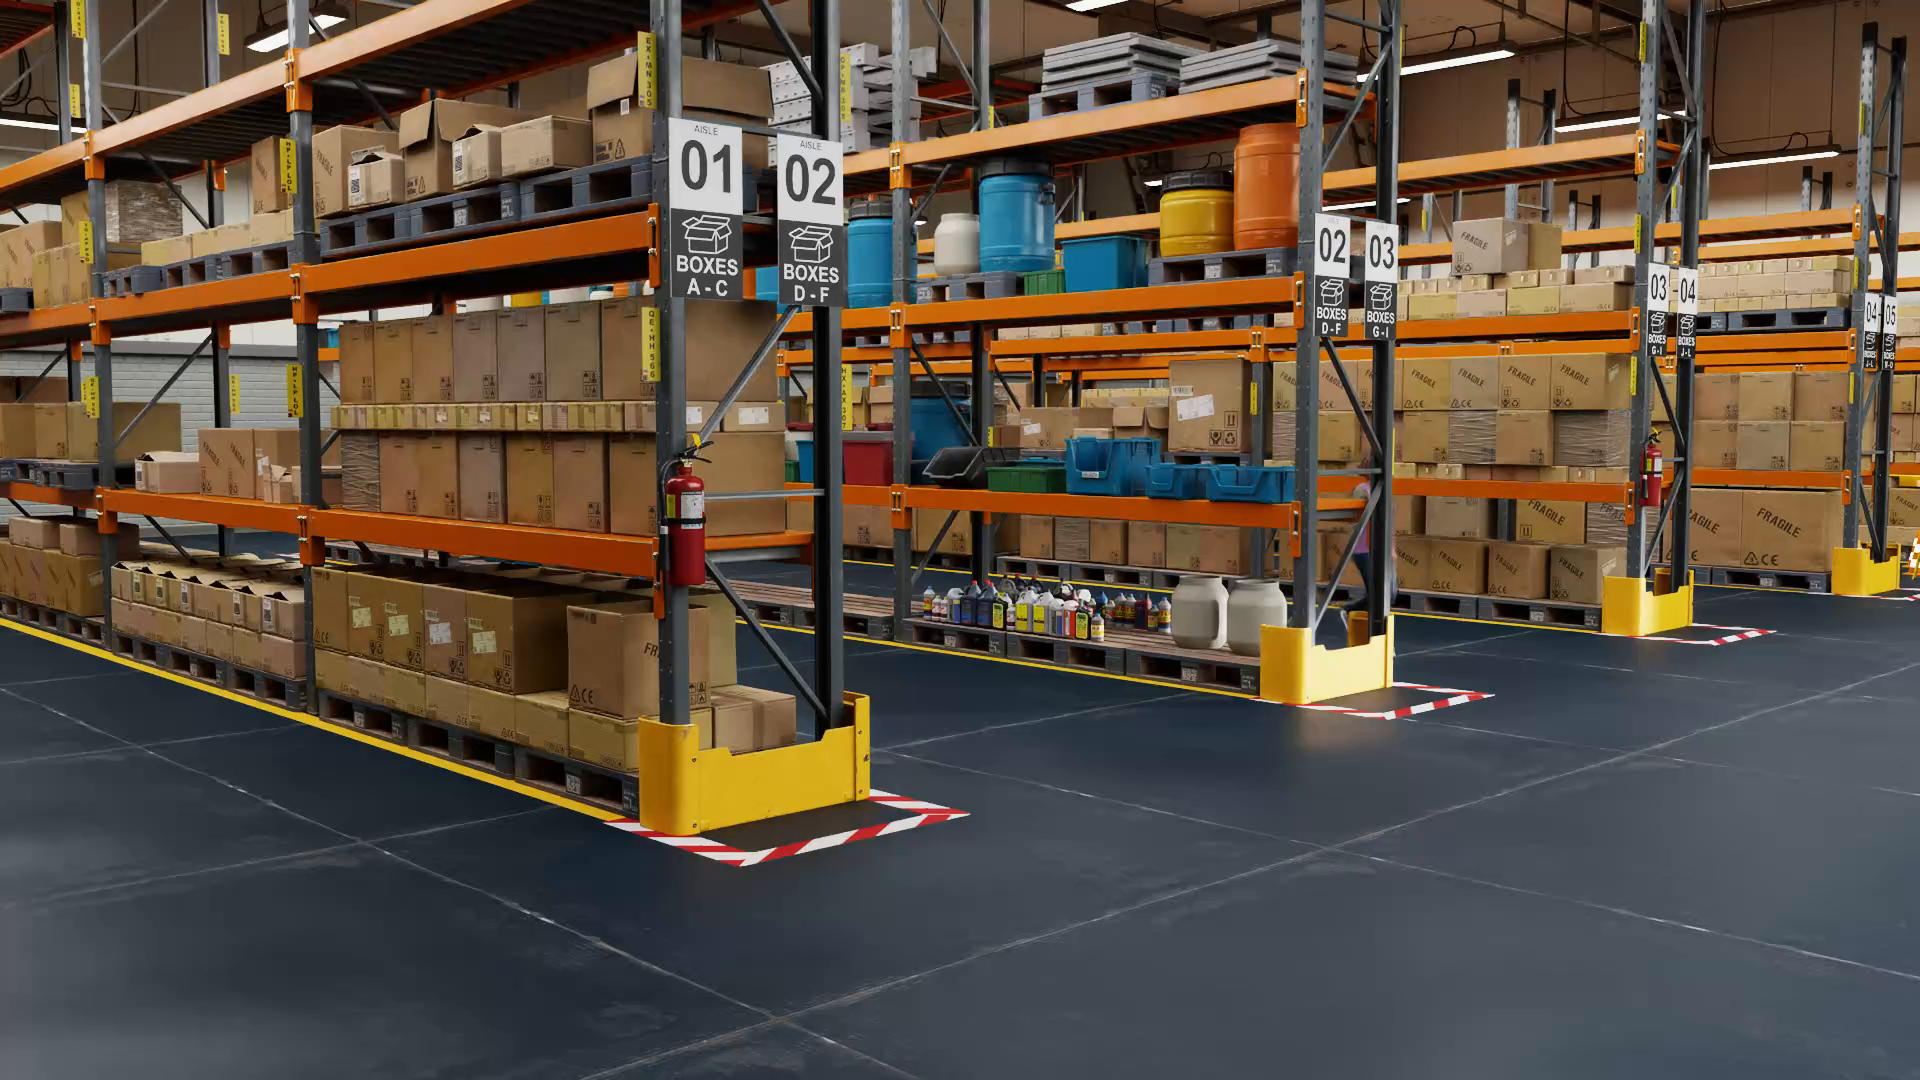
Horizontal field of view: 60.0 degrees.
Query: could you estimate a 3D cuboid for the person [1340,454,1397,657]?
[{"bbox_3d":[3.192,0.108,13.024,0.414,1.586,0.638,-3,5,-36],"label":"person"}]
